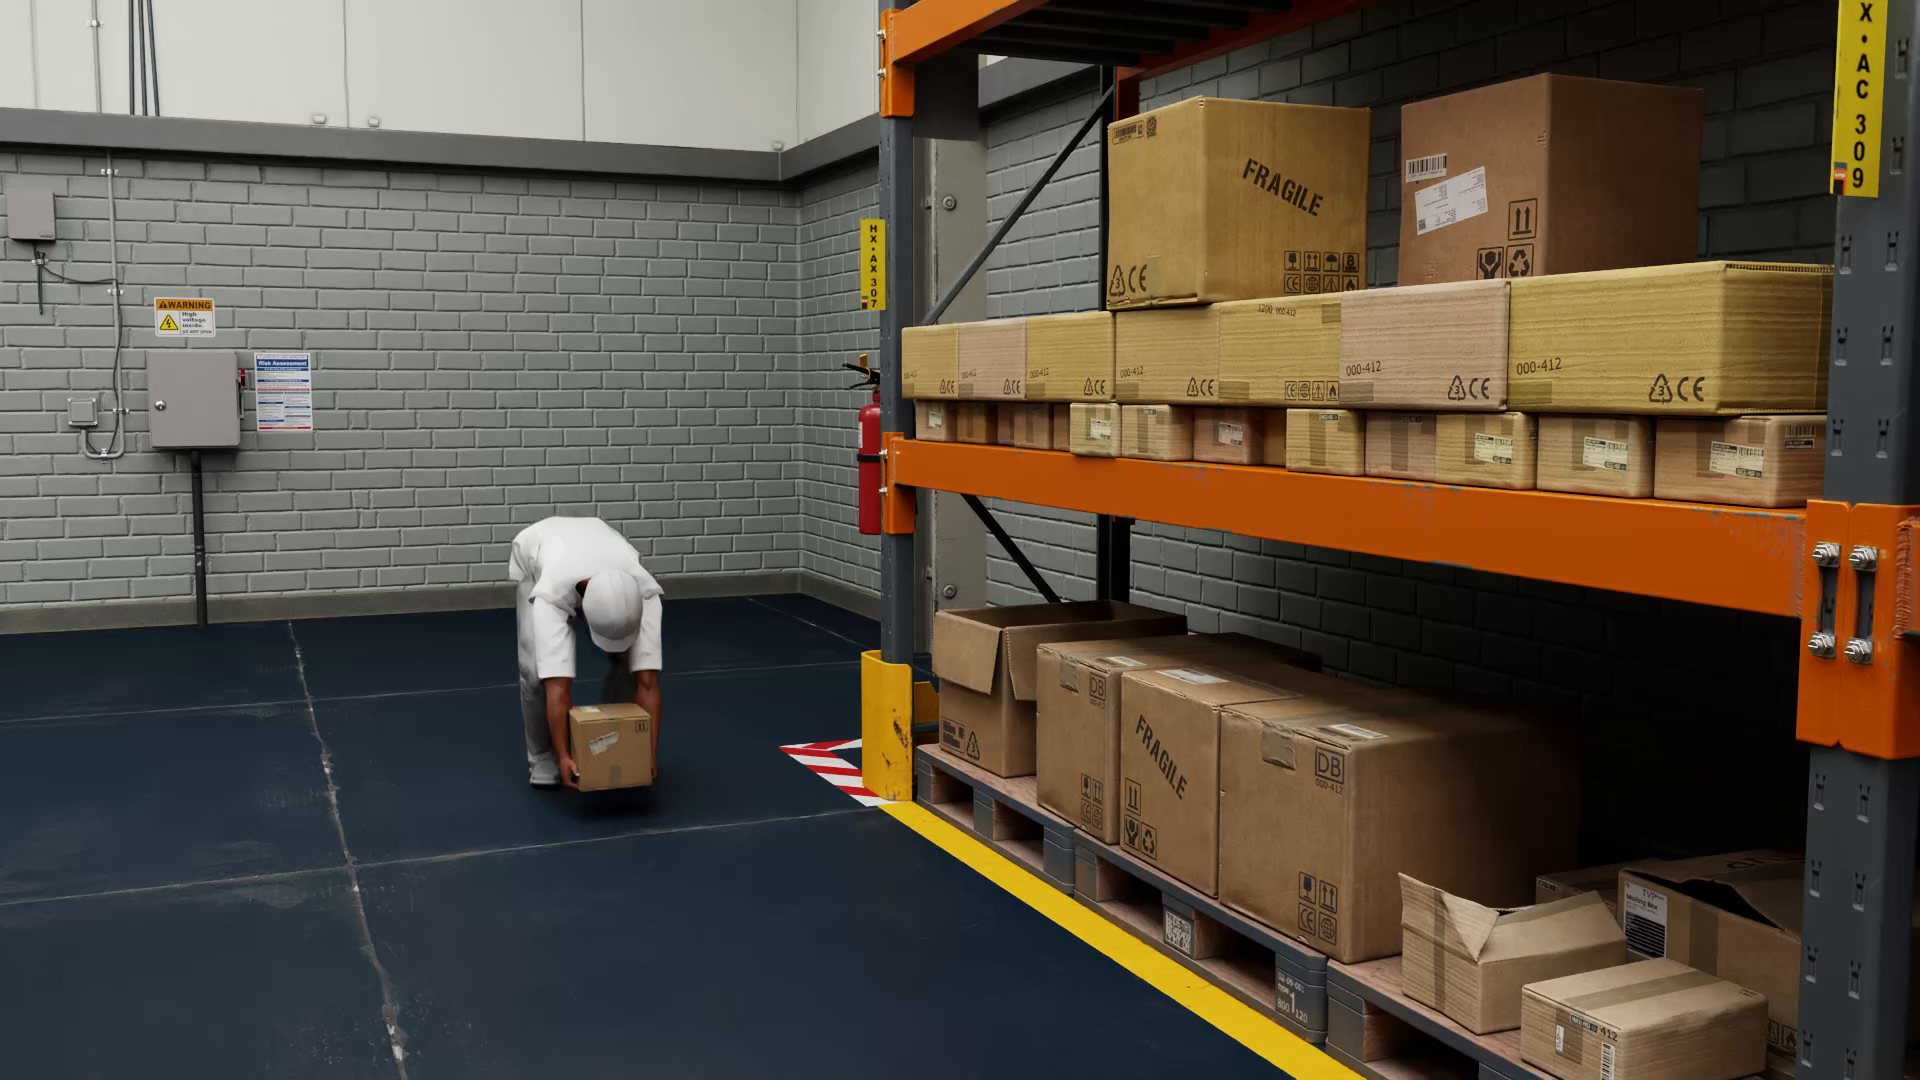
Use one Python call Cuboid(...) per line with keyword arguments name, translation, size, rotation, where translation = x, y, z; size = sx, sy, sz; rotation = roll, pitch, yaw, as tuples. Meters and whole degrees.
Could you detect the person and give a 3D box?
Cuboid(name="person", translation=(-1.427, 0.037, 6.299), size=(0.635, 1.756, 0.457), rotation=(-3, 6, -26))
